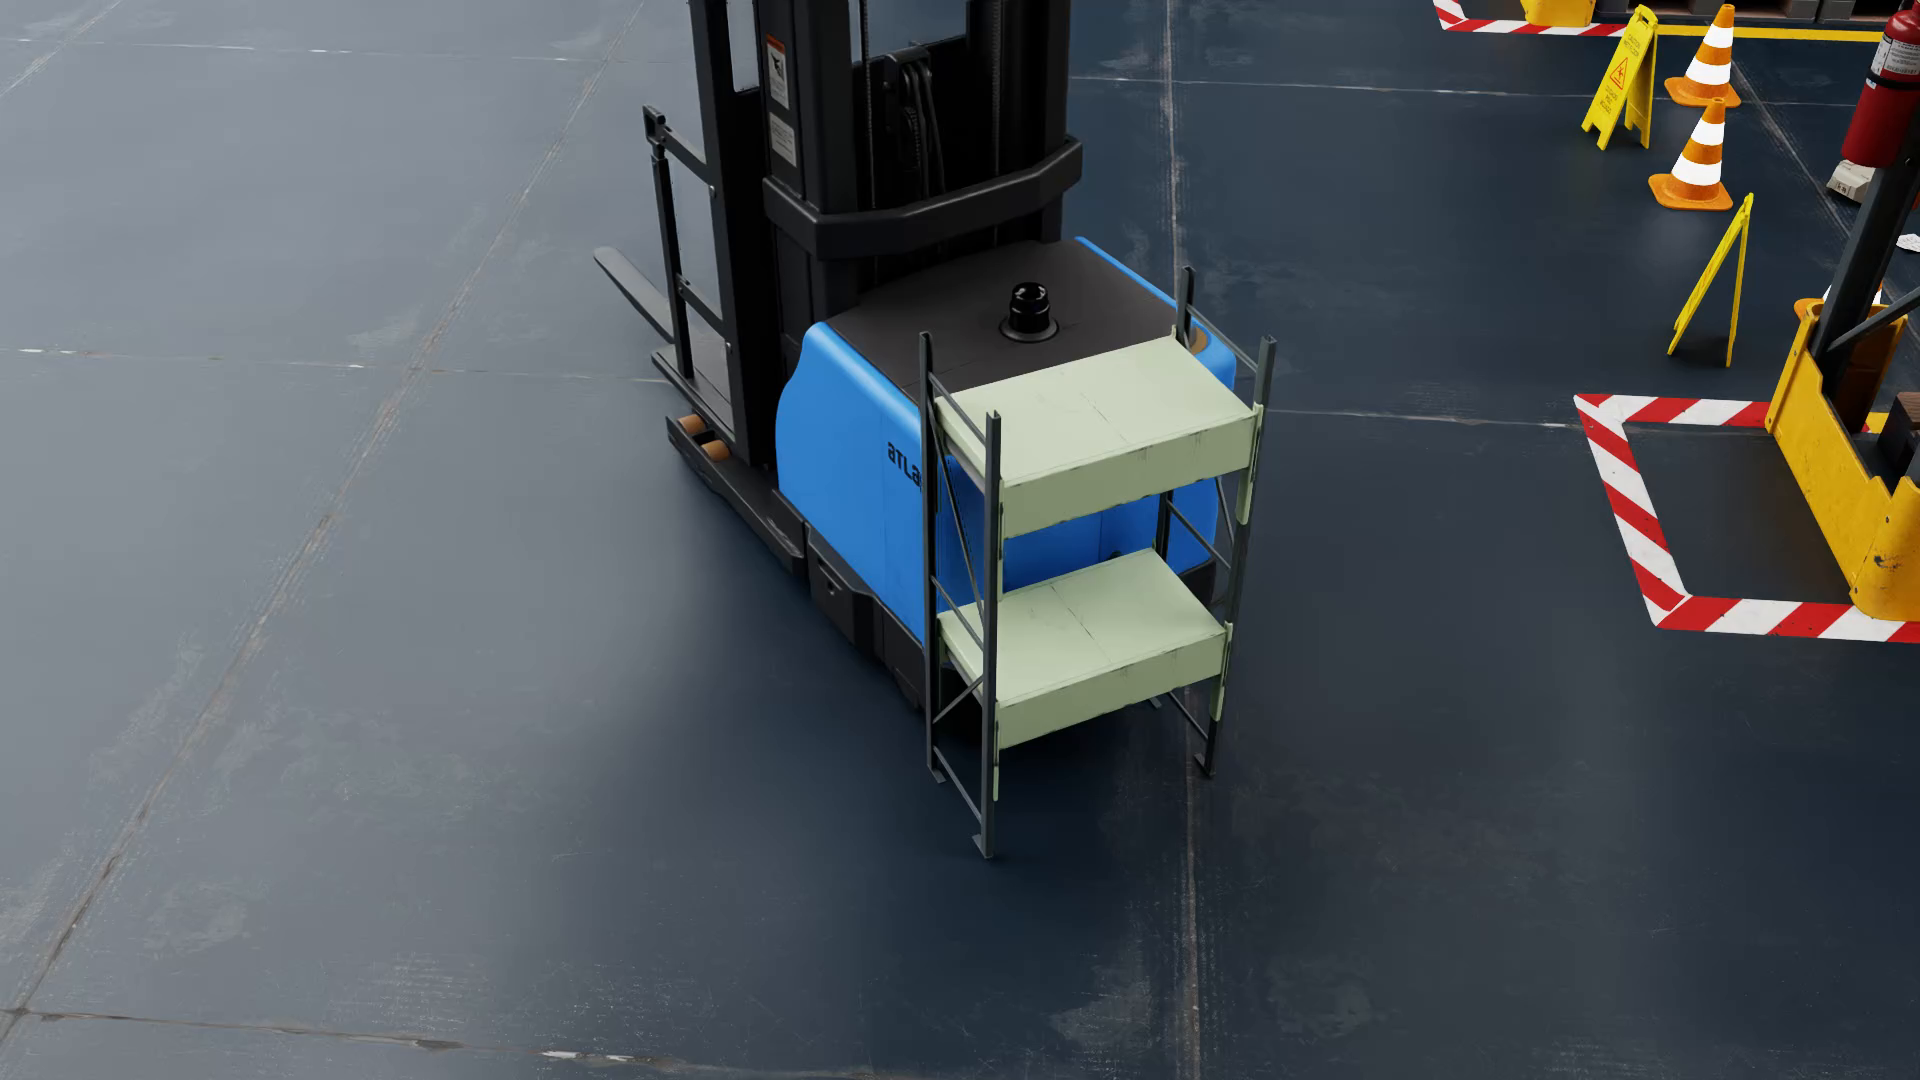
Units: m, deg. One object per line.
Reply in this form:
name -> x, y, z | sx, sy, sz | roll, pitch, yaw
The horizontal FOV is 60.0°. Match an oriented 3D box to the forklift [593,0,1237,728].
forklift -> -0.412, -1.476, 5.241 | 1.130, 2.935, 3.031 | -22, 44, -25

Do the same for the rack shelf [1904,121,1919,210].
rack shelf -> 5.086, -0.880, 5.025 | 4.000, 0.370, 1.077 | 3, 39, 4

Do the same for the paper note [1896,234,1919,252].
paper note -> 4.207, -1.317, 7.344 | 0.142, 0.019, 0.148 | -10, 40, -12

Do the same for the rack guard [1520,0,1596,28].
rack guard -> 3.396, -3.419, 9.554 | 0.348, 0.500, 1.175 | 3, 39, 4

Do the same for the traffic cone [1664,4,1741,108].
traffic cone -> 3.827, -2.481, 8.431 | 0.334, 0.463, 0.336 | 3, 39, 4

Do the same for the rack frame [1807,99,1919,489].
rack frame -> 3.094, -1.268, 4.932 | 0.127, 3.000, 1.000 | 3, 39, 4

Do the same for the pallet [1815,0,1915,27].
pallet -> 5.436, -3.243, 9.567 | 1.213, 0.211, 1.003 | 3, 39, 4

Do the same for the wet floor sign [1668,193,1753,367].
wet floor sign -> 2.997, -1.038, 6.514 | 0.232, 0.644, 0.267 | 16, 42, 19

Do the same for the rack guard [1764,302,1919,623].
rack guard -> 3.169, -0.294, 5.716 | 0.348, 0.500, 1.175 | 3, 39, 4

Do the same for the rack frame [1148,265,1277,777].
rack frame -> 0.659, -0.001, 4.564 | 0.023, 1.500, 0.400 | -17, 42, -19

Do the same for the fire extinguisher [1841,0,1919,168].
fire extinguisher -> 3.019, -1.534, 5.320 | 0.183, 0.674, 0.296 | 3, 39, 4

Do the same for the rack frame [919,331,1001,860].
rack frame -> -0.003, 0.196, 4.321 | 0.023, 1.500, 0.400 | -17, 42, -19

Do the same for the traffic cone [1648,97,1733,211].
traffic cone -> 3.390, -1.789, 7.581 | 0.334, 0.463, 0.336 | 3, 39, 4

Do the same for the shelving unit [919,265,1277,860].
shelving unit -> 0.328, 0.098, 4.442 | 0.755, 1.500, 0.431 | -17, 42, -19

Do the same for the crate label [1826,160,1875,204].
crate label -> 4.179, -1.658, 7.679 | 0.298, 0.136, 0.250 | -16, 42, -19

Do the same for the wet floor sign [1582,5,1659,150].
wet floor sign -> 3.220, -2.230, 7.978 | 0.232, 0.644, 0.267 | -3, 39, -4

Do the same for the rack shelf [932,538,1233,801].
rack shelf -> 0.328, 0.350, 4.648 | 0.720, 0.370, 0.431 | -17, 42, -19

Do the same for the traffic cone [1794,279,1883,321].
traffic cone -> 3.633, -1.072, 6.701 | 0.334, 0.463, 0.336 | 3, 39, 4

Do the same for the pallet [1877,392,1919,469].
pallet -> 3.976, -0.116, 5.725 | 1.213, 0.211, 1.003 | 3, 39, 4

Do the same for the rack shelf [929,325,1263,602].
rack shelf -> 0.328, -0.205, 4.196 | 0.720, 0.370, 0.431 | -17, 42, -19

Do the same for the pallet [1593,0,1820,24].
pallet -> 4.223, -3.311, 9.650 | 1.213, 0.211, 1.003 | 3, 39, 4
